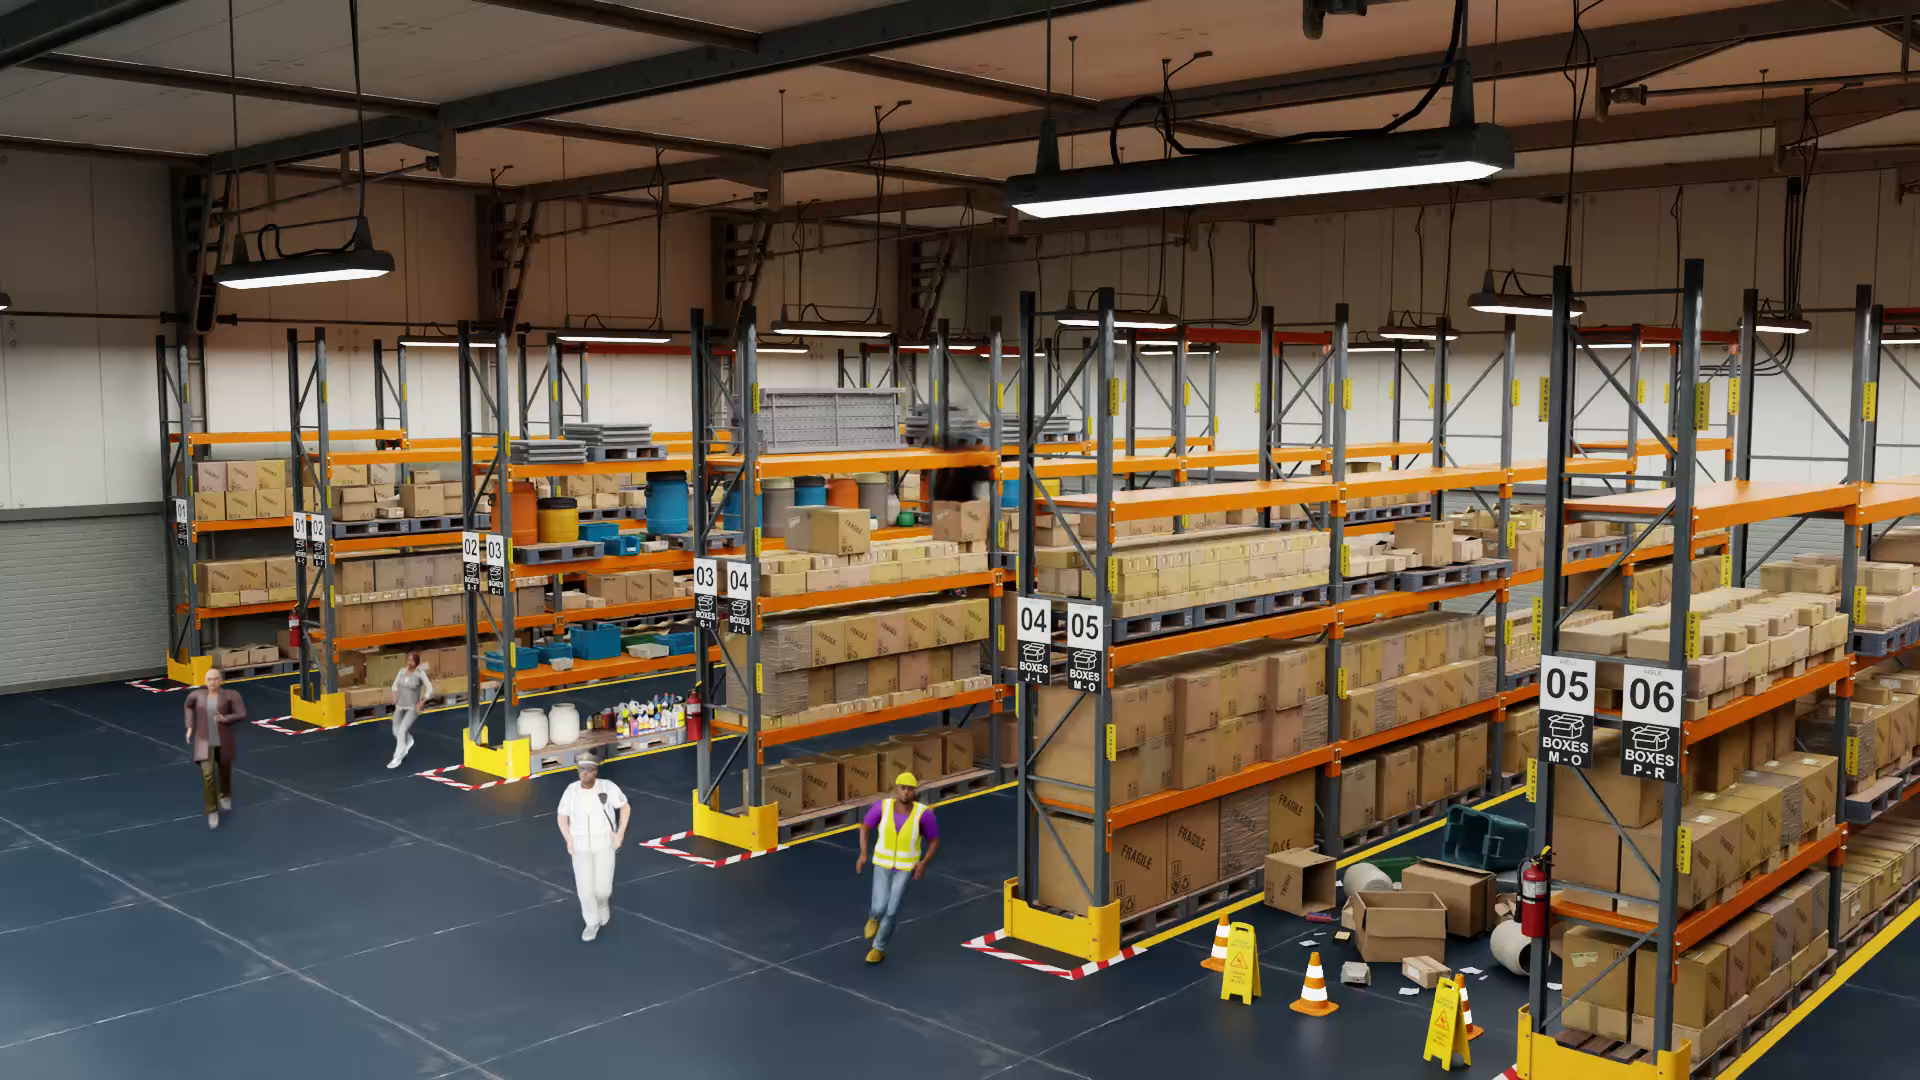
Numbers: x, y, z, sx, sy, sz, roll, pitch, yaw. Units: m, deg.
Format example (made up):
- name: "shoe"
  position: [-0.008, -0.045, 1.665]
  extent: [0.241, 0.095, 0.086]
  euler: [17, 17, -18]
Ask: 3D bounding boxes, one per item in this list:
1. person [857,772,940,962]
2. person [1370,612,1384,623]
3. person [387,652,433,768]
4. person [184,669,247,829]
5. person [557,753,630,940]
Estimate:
- name: "person"
  position: [-0.556, 2.896, 14.929]
  extent: [0.745, 1.637, 0.543]
  euler: [0, 5, 3]
- name: "person"
  position: [6.442, 1.908, 25.715]
  extent: [0.595, 1.685, 0.903]
  euler: [4, 7, 39]
- name: "person"
  position: [-7.426, 2.279, 22.554]
  extent: [0.589, 1.558, 0.618]
  euler: [1, 5, 8]
- name: "person"
  position: [-8.789, 2.410, 19.660]
  extent: [0.680, 1.812, 1.002]
  euler: [-2, 6, -22]
- name: "person"
  position: [-3.432, 2.846, 15.542]
  extent: [0.667, 1.751, 0.545]
  euler: [0, 5, -5]
